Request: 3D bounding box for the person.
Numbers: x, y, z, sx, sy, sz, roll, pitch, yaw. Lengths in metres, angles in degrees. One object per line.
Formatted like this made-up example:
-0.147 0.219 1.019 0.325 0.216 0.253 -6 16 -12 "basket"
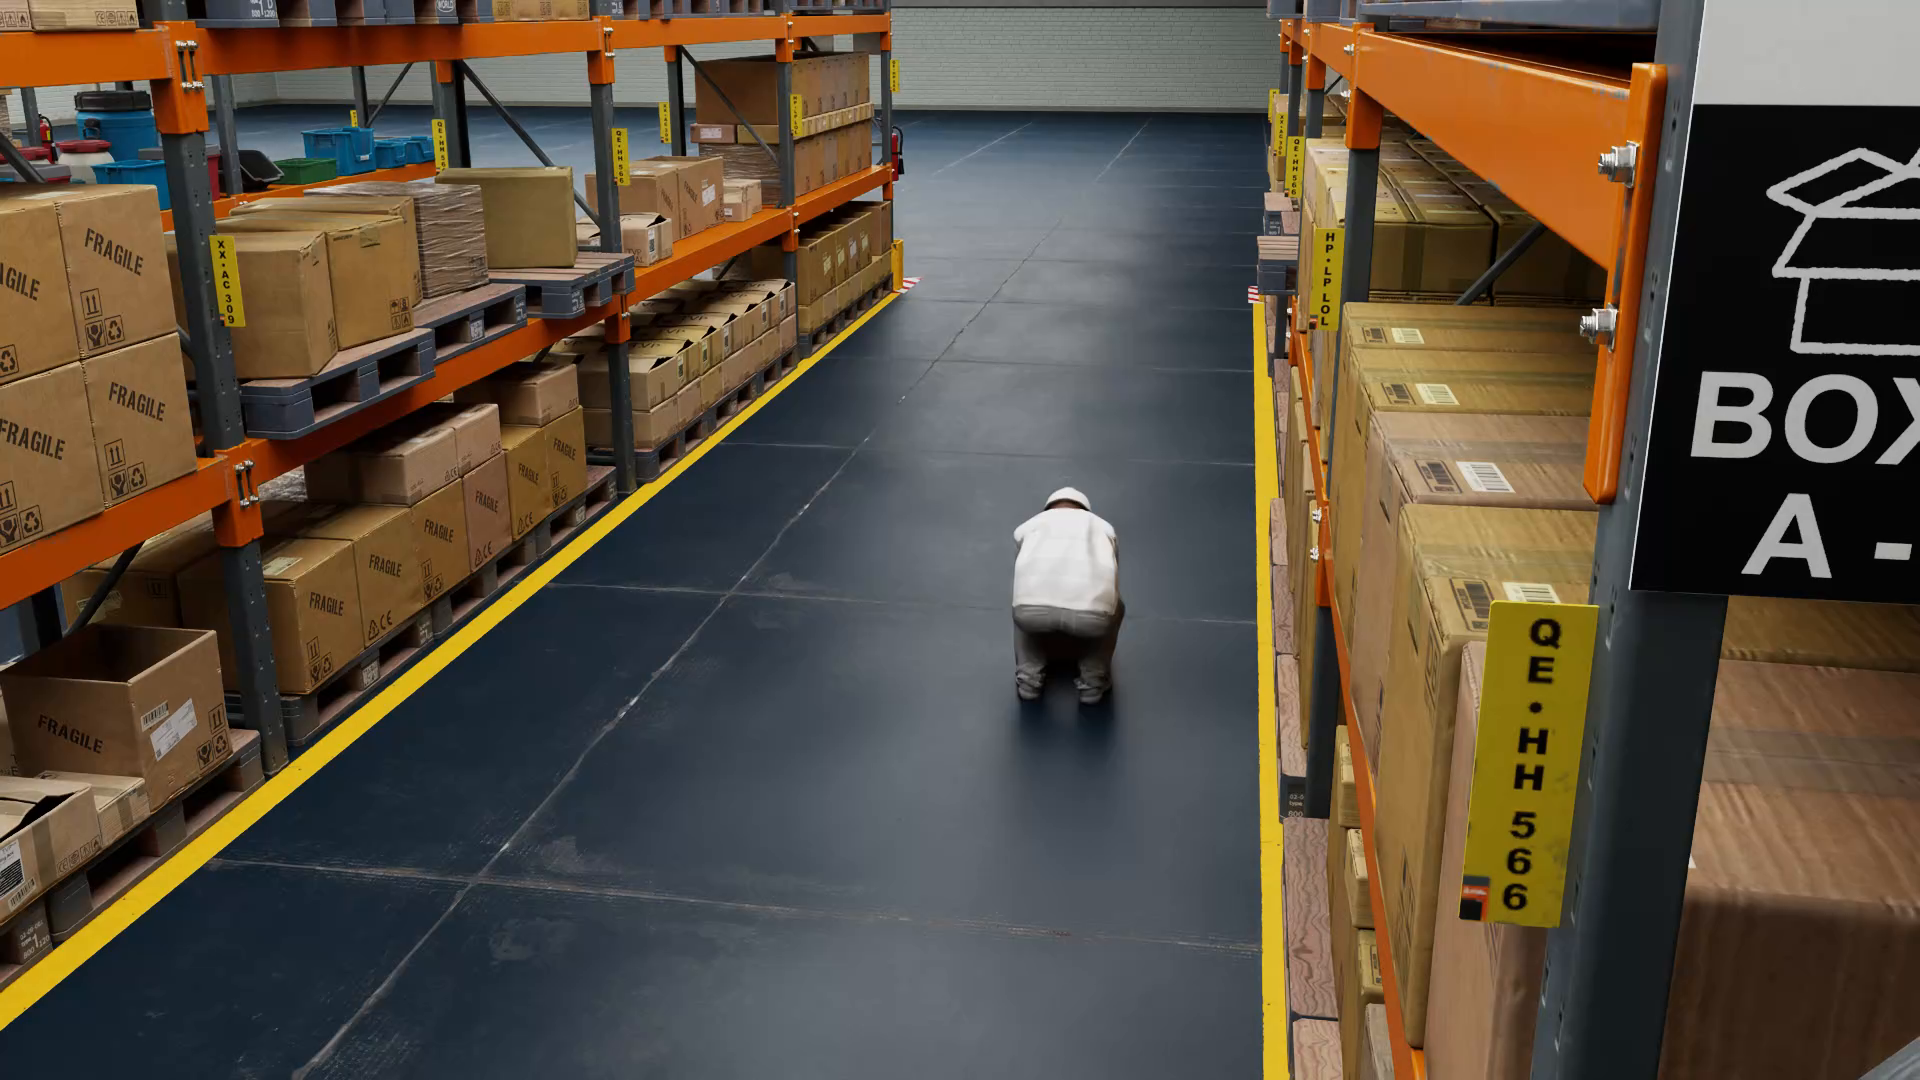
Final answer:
0.477 0.262 7.403 0.512 0.797 0.981 3 18 9 "person"
